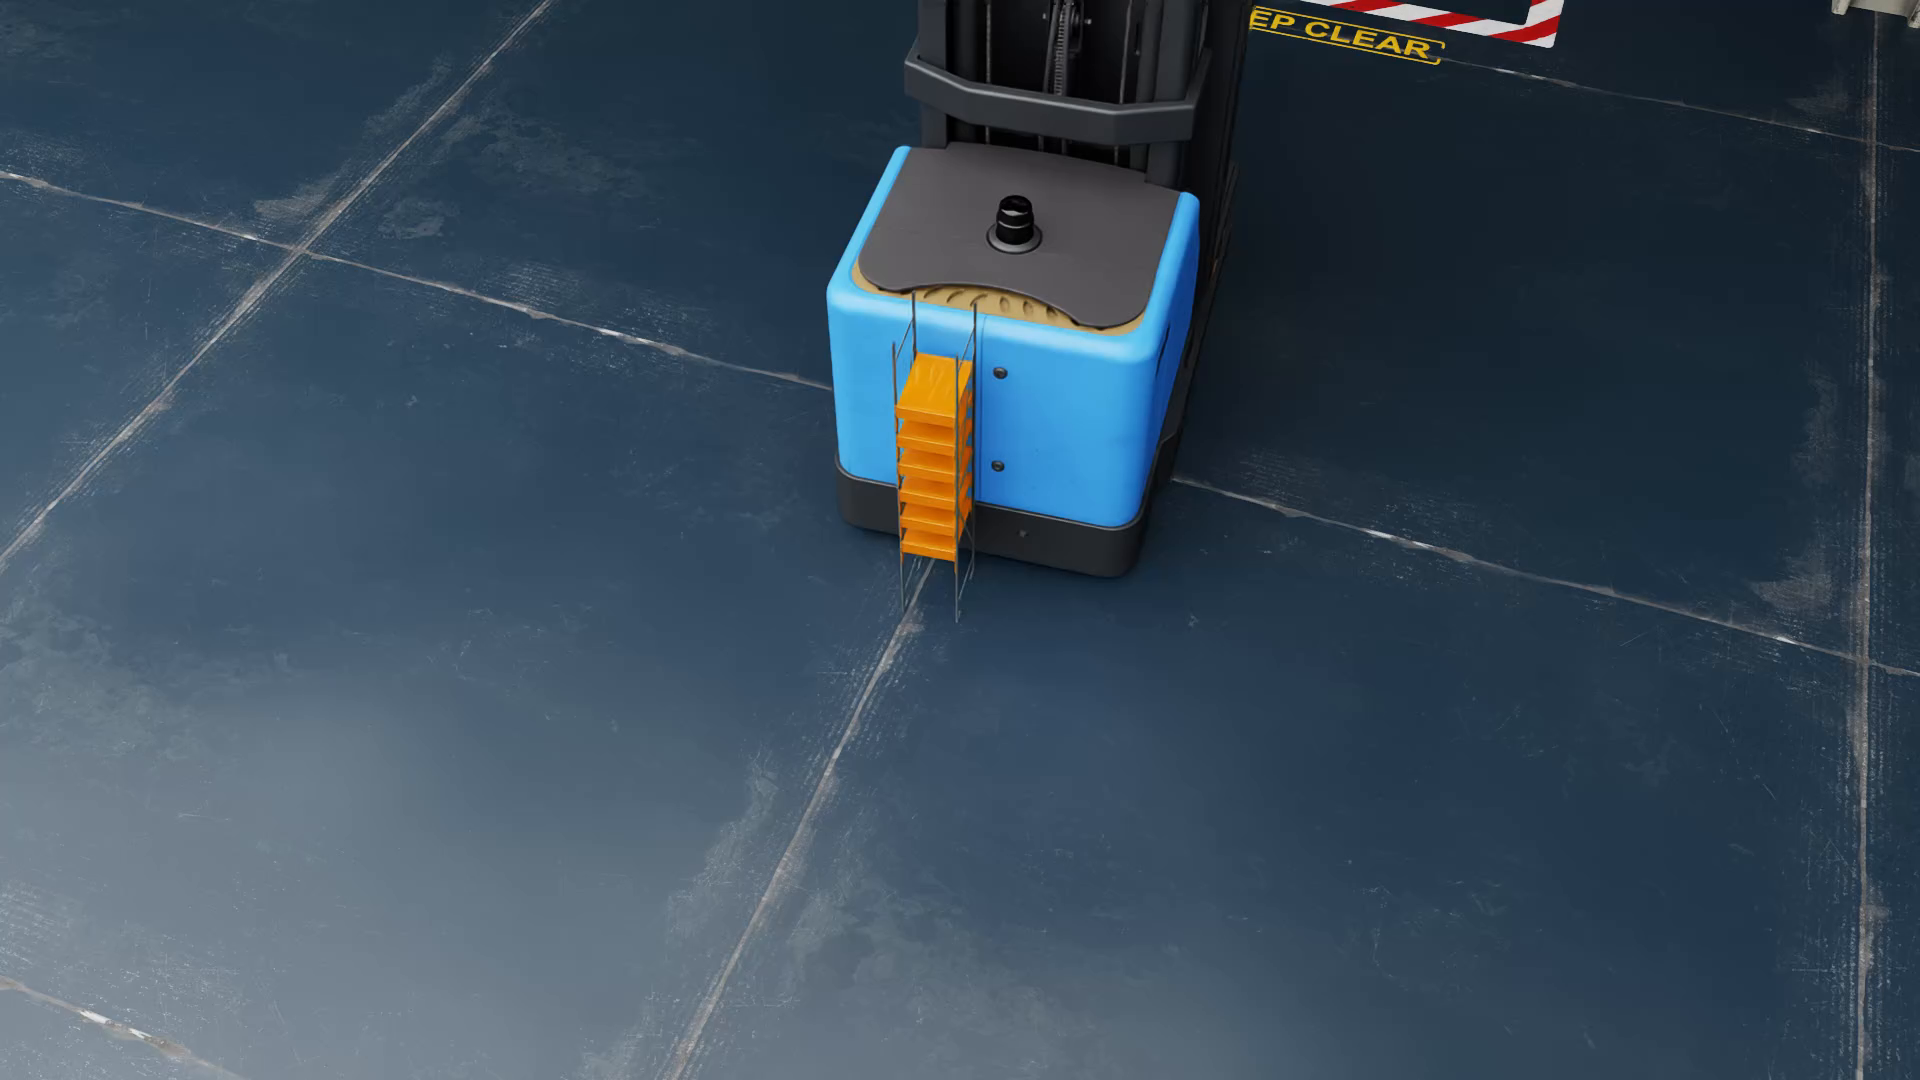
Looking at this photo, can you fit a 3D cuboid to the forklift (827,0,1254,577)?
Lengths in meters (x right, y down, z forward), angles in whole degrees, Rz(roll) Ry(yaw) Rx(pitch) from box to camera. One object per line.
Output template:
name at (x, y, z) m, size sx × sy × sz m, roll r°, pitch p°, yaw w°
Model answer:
forklift at (0.461, -1.978, 5.525) m, size 1.130 × 2.935 × 3.031 m, roll 12°, pitch 50°, yaw 10°

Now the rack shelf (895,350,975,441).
rack shelf at (-0.071, -0.428, 4.909) m, size 0.180 × 0.103 × 0.258 m, roll 11°, pitch 50°, yaw 9°

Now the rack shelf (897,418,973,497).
rack shelf at (-0.071, -0.271, 5.091) m, size 0.180 × 0.103 × 0.258 m, roll 11°, pitch 50°, yaw 9°

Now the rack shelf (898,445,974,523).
rack shelf at (-0.071, -0.192, 5.181) m, size 0.180 × 0.103 × 0.258 m, roll 11°, pitch 50°, yaw 9°

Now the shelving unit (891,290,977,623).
shelving unit at (-0.071, -0.221, 5.148) m, size 0.189 × 1.200 × 0.258 m, roll 11°, pitch 50°, yaw 9°

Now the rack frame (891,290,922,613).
rack frame at (-0.160, -0.238, 5.162) m, size 0.006 × 1.200 × 0.240 m, roll 11°, pitch 50°, yaw 9°

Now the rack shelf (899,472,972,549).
rack shelf at (-0.071, -0.113, 5.272) m, size 0.180 × 0.103 × 0.258 m, roll 11°, pitch 50°, yaw 9°

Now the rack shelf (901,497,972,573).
rack shelf at (-0.071, -0.035, 5.363) m, size 0.180 × 0.103 × 0.258 m, roll 11°, pitch 50°, yaw 9°

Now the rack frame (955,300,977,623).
rack frame at (0.018, -0.205, 5.133) m, size 0.006 × 1.200 × 0.240 m, roll 11°, pitch 50°, yaw 9°

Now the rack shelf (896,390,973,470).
rack shelf at (-0.071, -0.349, 5.000) m, size 0.180 × 0.103 × 0.258 m, roll 11°, pitch 50°, yaw 9°
